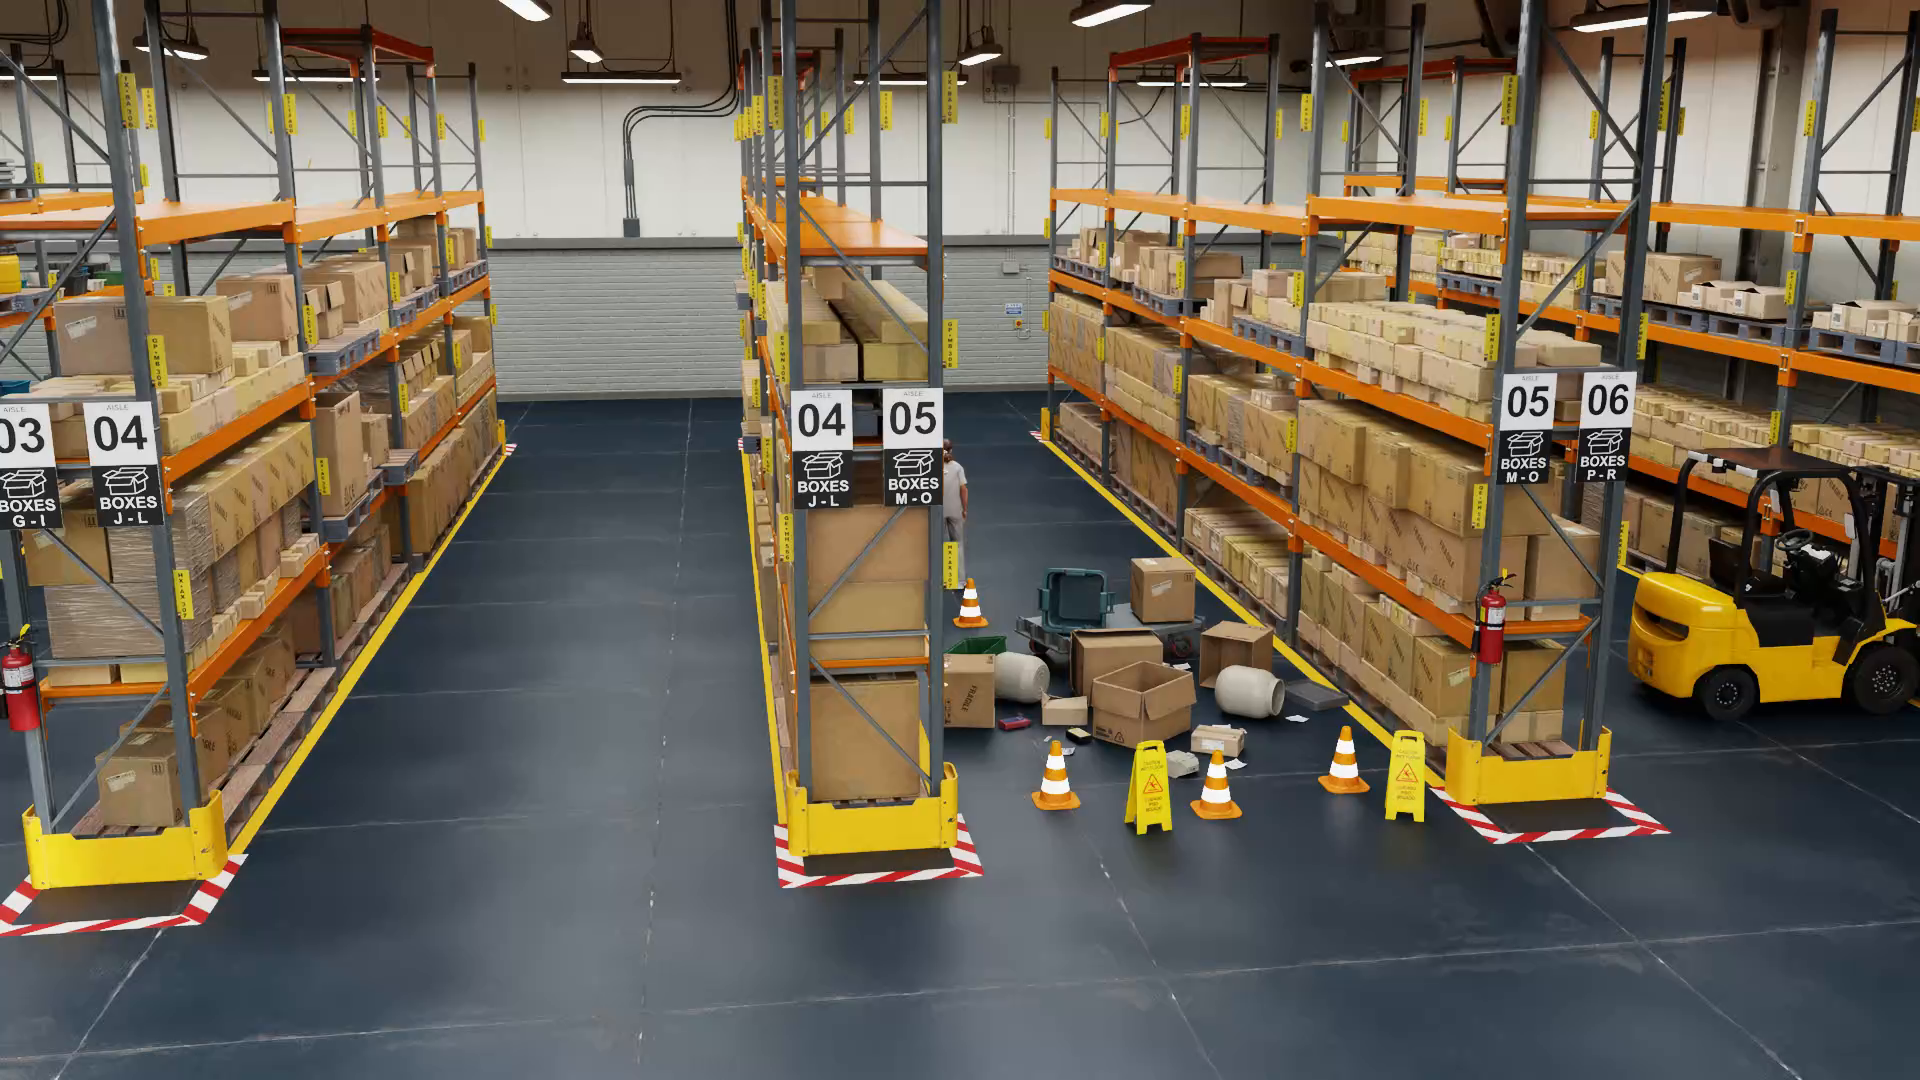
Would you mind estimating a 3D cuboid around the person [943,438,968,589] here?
[{"bbox_3d":[-0.156,-0.286,18.203,0.487,1.673,0.361,-2,13,-8],"label":"person"}]
